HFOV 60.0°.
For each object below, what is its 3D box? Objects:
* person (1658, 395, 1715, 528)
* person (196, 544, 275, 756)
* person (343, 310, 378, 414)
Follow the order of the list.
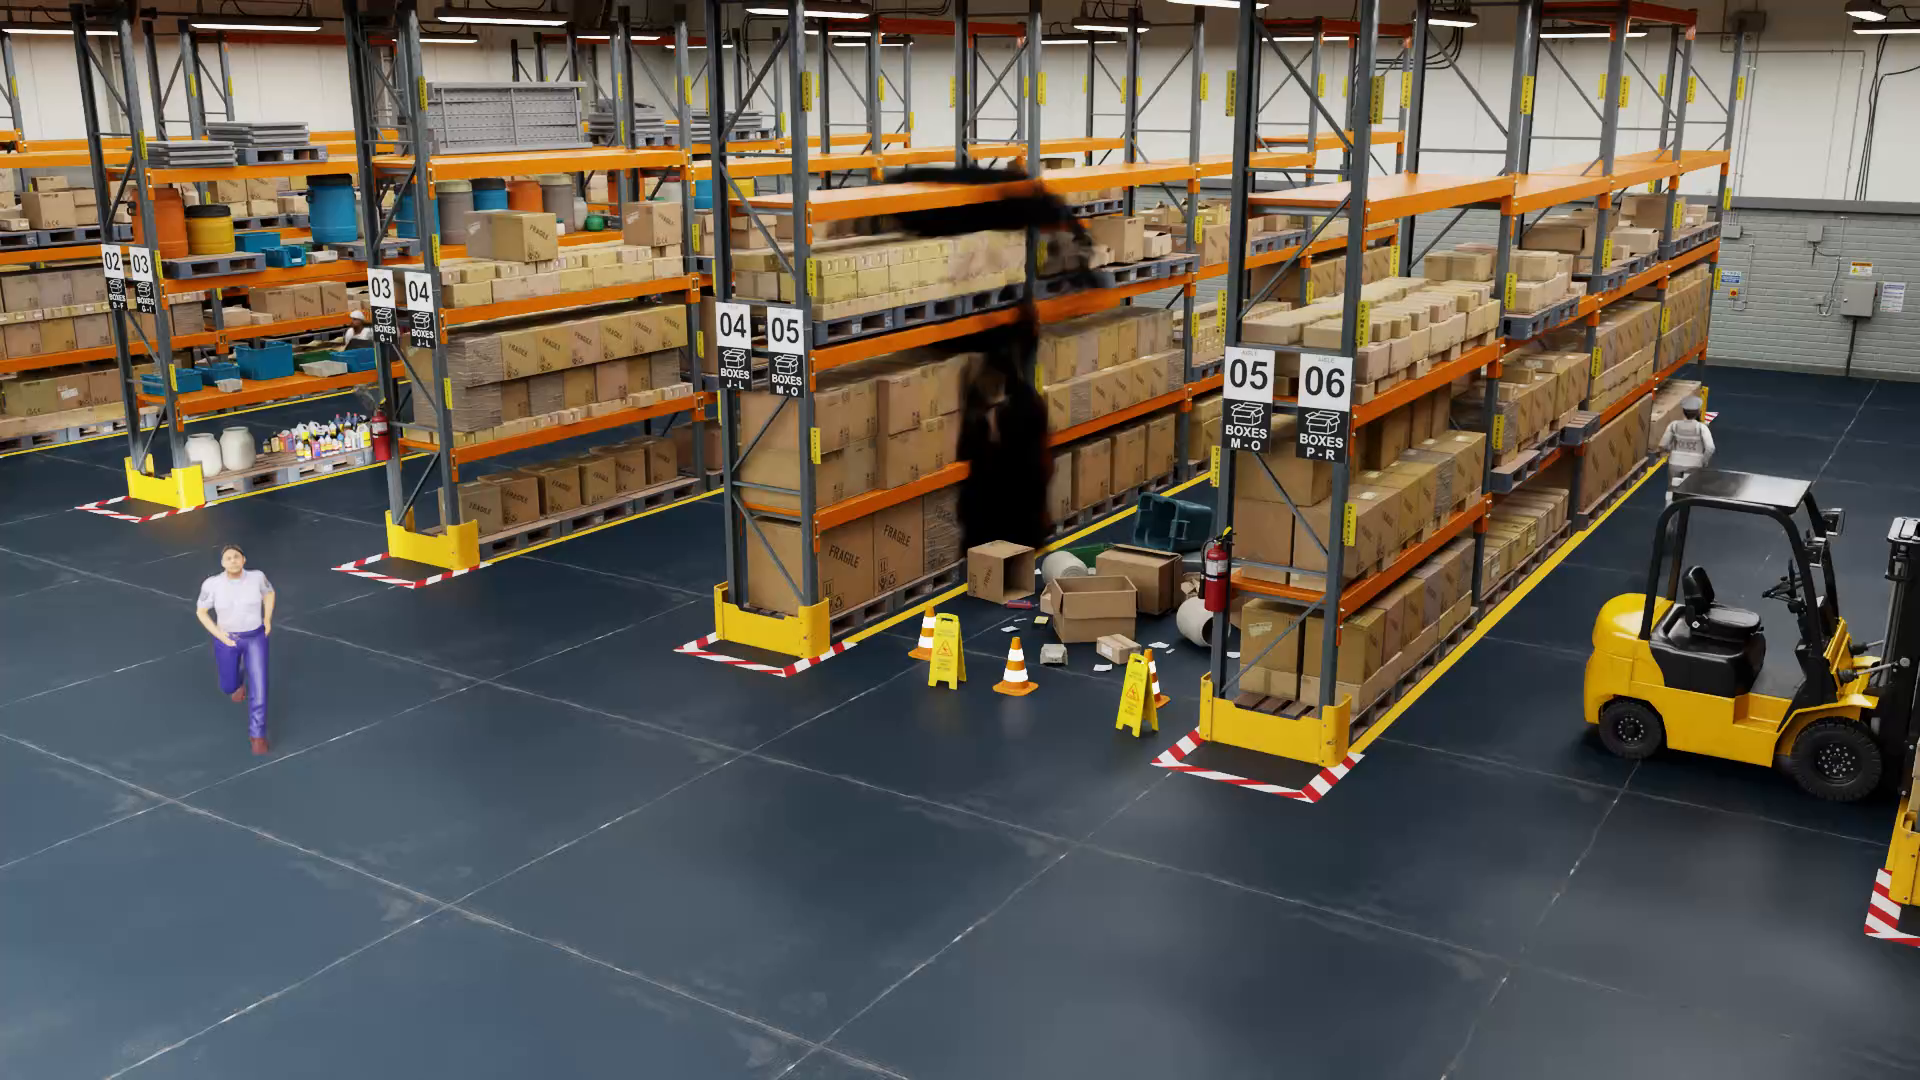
[{"bbox_3d":[8.293,-0.849,19.031,0.618,1.606,0.702,9,18,30],"label":"person"},{"bbox_3d":[-5.771,0.825,13.341,0.584,1.625,1.015,-6,17,-21],"label":"person"},{"bbox_3d":[-9.135,-2.651,25.315,0.674,1.681,0.637,9,18,29],"label":"person"}]
